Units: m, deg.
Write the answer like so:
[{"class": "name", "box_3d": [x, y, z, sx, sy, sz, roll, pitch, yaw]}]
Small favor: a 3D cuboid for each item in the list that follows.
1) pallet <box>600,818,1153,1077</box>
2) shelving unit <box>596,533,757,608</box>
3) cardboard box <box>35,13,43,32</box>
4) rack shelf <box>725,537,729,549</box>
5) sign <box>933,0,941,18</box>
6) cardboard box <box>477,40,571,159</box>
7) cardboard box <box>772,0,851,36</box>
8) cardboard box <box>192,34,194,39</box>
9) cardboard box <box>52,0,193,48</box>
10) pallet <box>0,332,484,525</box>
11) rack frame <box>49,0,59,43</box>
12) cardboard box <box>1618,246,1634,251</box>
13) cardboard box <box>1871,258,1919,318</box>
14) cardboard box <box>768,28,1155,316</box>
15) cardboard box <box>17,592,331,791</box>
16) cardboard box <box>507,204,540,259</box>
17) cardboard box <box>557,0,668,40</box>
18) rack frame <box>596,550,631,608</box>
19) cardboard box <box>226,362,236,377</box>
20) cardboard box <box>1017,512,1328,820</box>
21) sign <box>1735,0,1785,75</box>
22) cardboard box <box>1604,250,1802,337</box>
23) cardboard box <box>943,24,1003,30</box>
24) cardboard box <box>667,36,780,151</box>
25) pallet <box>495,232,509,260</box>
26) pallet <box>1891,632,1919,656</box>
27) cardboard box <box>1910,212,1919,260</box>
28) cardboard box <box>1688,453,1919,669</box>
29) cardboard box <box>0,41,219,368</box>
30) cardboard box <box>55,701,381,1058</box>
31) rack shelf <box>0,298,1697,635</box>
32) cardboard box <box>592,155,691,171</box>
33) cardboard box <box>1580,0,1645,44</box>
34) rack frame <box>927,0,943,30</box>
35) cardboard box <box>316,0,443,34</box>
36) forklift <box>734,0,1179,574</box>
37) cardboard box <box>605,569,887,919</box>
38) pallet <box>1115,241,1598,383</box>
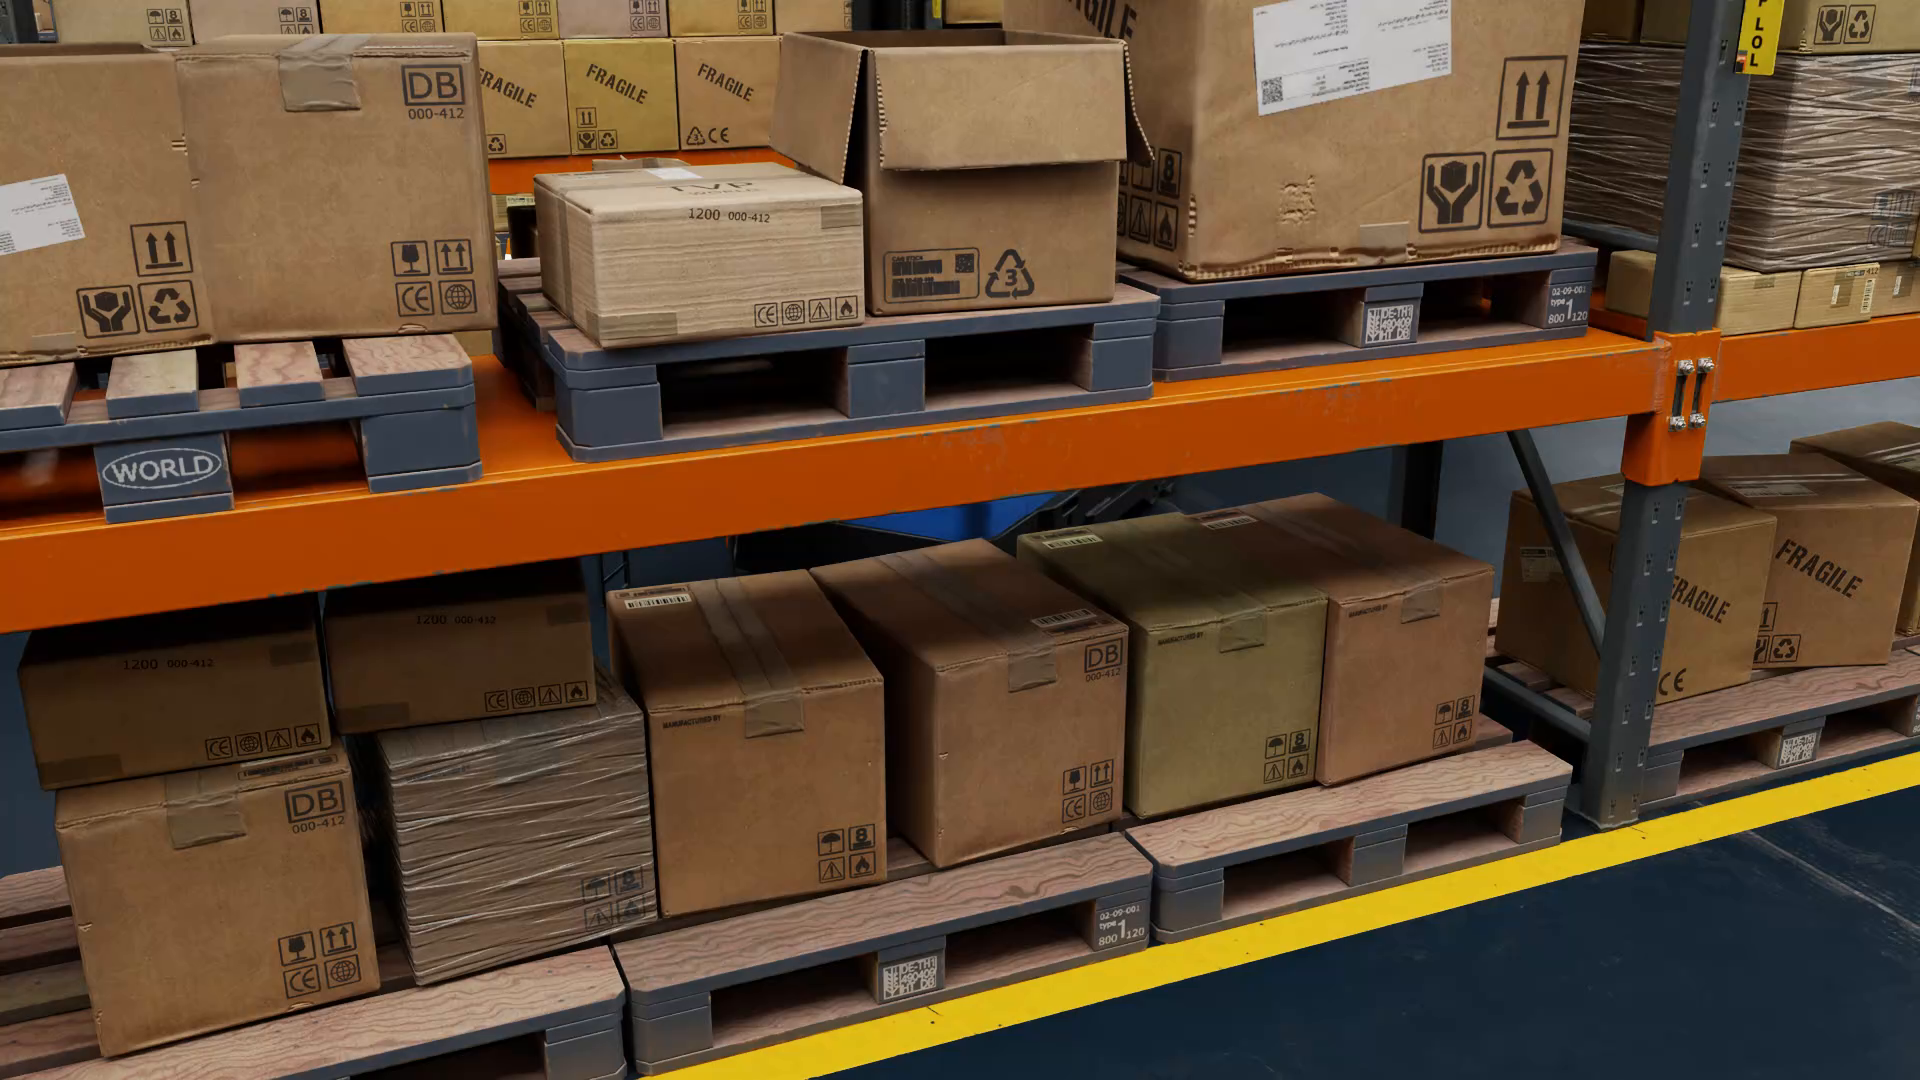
[{"class": "pallet", "box_3d": [-0.301, 0.771, 4.013, 1.213, 0.211, 1.003, -8, 21, -22]}, {"class": "shelving unit", "box_3d": [-0.995, -0.348, 5.704, 0.503, 1.200, 0.258, 4, 20, 12]}, {"class": "cardboard box", "box_3d": [-8.484, -4.694, 15.082, 0.250, 0.149, 0.380, -8, 21, -21]}, {"class": "rack shelf", "box_3d": [-0.995, -0.097, 5.793, 0.480, 0.148, 0.258, 4, 20, 12]}, {"class": "sign", "box_3d": [-0.113, -2.679, 7.990, 0.005, 0.325, 0.100, -8, 21, -22]}, {"class": "cardboard box", "box_3d": [-2.103, -2.031, 7.623, 0.500, 0.500, 0.500, -8, 21, -22]}, {"class": "cardboard box", "box_3d": [-0.790, -2.786, 8.262, 0.500, 0.500, 0.700, -9, 21, -23]}, {"class": "cardboard box", "box_3d": [-5.149, -3.419, 11.461, 0.250, 0.149, 0.380, -10, 22, -25]}, {"class": "cardboard box", "box_3d": [-3.593, -2.383, 7.117, 0.500, 0.500, 0.700, -8, 21, -22]}, {"class": "pallet", "box_3d": [-1.525, -0.318, 3.198, 1.003, 0.211, 1.213, -8, 21, -22]}, {"class": "rack frame", "box_3d": [-6.063, -3.304, 11.390, 0.127, 3.000, 1.000, -8, 21, -22]}, {"class": "cardboard box", "box_3d": [1.849, -0.838, 4.763, 0.250, 0.149, 0.380, -8, 21, -22]}, {"class": "cardboard box", "box_3d": [2.305, -0.697, 4.363, 0.250, 0.149, 0.380, -8, 21, -22]}, {"class": "cardboard box", "box_3d": [-0.020, -0.799, 3.487, 0.637, 0.503, 0.797, -6, 20, -16]}, {"class": "cardboard box", "box_3d": [-1.534, 0.238, 3.301, 0.500, 0.250, 0.500, -7, 21, -20]}, {"class": "cardboard box", "box_3d": [-1.758, -1.236, 8.272, 0.750, 0.750, 1.050, -8, 21, -22]}, {"class": "cardboard box", "box_3d": [-1.726, -2.651, 7.880, 0.500, 0.500, 0.700, -8, 21, -21]}, {"class": "rack frame", "box_3d": [-1.233, -0.366, 5.754, 0.015, 1.200, 0.240, 4, 20, 12]}, {"class": "cardboard box", "box_3d": [-3.415, -0.998, 7.594, 0.750, 0.750, 1.050, -8, 21, -23]}, {"class": "cardboard box", "box_3d": [0.517, 0.294, 4.271, 0.500, 0.500, 0.700, -8, 21, -22]}, {"class": "sign", "box_3d": [1.758, -1.186, 3.630, 0.005, 0.325, 0.100, -8, 21, -22]}, {"class": "cardboard box", "box_3d": [1.852, -0.627, 4.163, 0.250, 0.149, 0.380, -8, 21, -22]}, {"class": "cardboard box", "box_3d": [-0.003, -2.457, 8.758, 0.550, 0.550, 0.875, -8, 21, -22]}, {"class": "cardboard box", "box_3d": [-1.174, -2.165, 8.003, 0.500, 0.500, 0.500, -8, 21, -23]}, {"class": "pallet", "box_3d": [-3.104, -2.412, 13.056, 1.213, 0.211, 1.003, -8, 21, -22]}, {"class": "pallet", "box_3d": [3.260, 0.246, 5.506, 1.213, 0.211, 1.003, -8, 21, -22]}, {"class": "cardboard box", "box_3d": [2.446, -1.091, 4.507, 0.500, 0.500, 0.875, -8, 21, -22]}, {"class": "cardboard box", "box_3d": [2.441, 0.054, 4.982, 0.500, 0.500, 0.500, -2, 19, -5]}, {"class": "cardboard box", "box_3d": [-1.658, -0.611, 2.957, 0.500, 0.500, 0.500, -11, 22, -29]}, {"class": "cardboard box", "box_3d": [-1.530, 0.595, 3.417, 0.500, 0.500, 0.700, -9, 21, -25]}, {"class": "rack shelf", "box_3d": [-0.301, -0.206, 3.674, 4.000, 0.370, 1.077, -8, 21, -22]}, {"class": "cardboard box", "box_3d": [-0.713, -0.719, 3.617, 0.258, 0.266, 0.396, -9, 21, -23]}, {"class": "cardboard box", "box_3d": [1.839, -1.611, 4.476, 0.500, 0.500, 0.500, -8, 21, -22]}, {"class": "rack frame", "box_3d": [-0.337, -2.334, 8.635, 0.127, 3.000, 1.000, -8, 21, -22]}, {"class": "cardboard box", "box_3d": [-2.659, -2.518, 7.501, 0.500, 0.500, 0.700, -8, 21, -23]}, {"class": "forklift", "box_3d": [0.288, -1.590, 6.623, 1.130, 2.935, 3.031, 9, 21, 25]}, {"class": "cardboard box", "box_3d": [-0.508, 0.441, 3.853, 0.500, 0.500, 0.700, -6, 20, -17]}, {"class": "pallet", "box_3d": [0.776, -0.662, 4.174, 1.213, 0.211, 1.003, -8, 21, -22]}]
